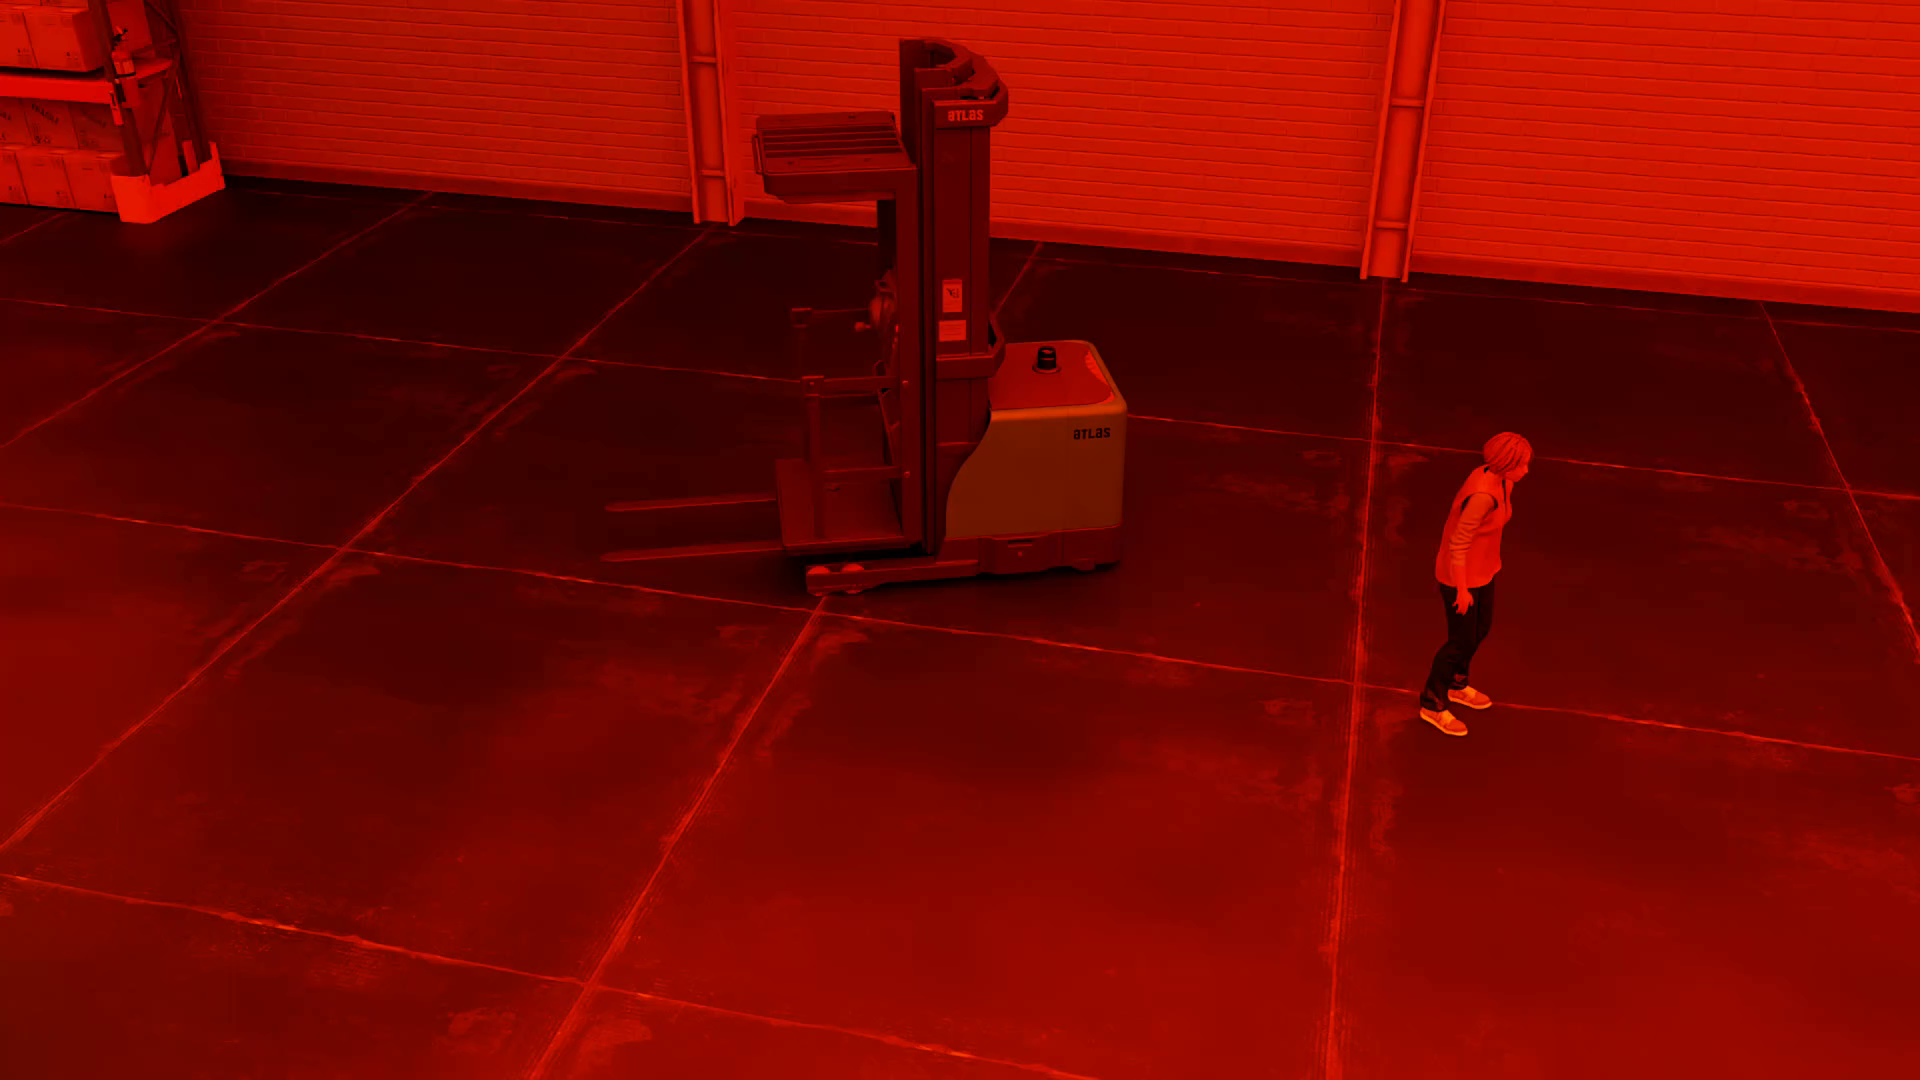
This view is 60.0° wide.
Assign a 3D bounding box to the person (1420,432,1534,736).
[{"bbox_3d":[2.530,0.183,8.209,0.345,1.592,0.459,19,35,30],"label":"person"}]

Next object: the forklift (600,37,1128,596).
[{"bbox_3d":[-0.602,-1.232,9.345,3.031,2.935,1.130,-4,30,-7],"label":"forklift"}]
